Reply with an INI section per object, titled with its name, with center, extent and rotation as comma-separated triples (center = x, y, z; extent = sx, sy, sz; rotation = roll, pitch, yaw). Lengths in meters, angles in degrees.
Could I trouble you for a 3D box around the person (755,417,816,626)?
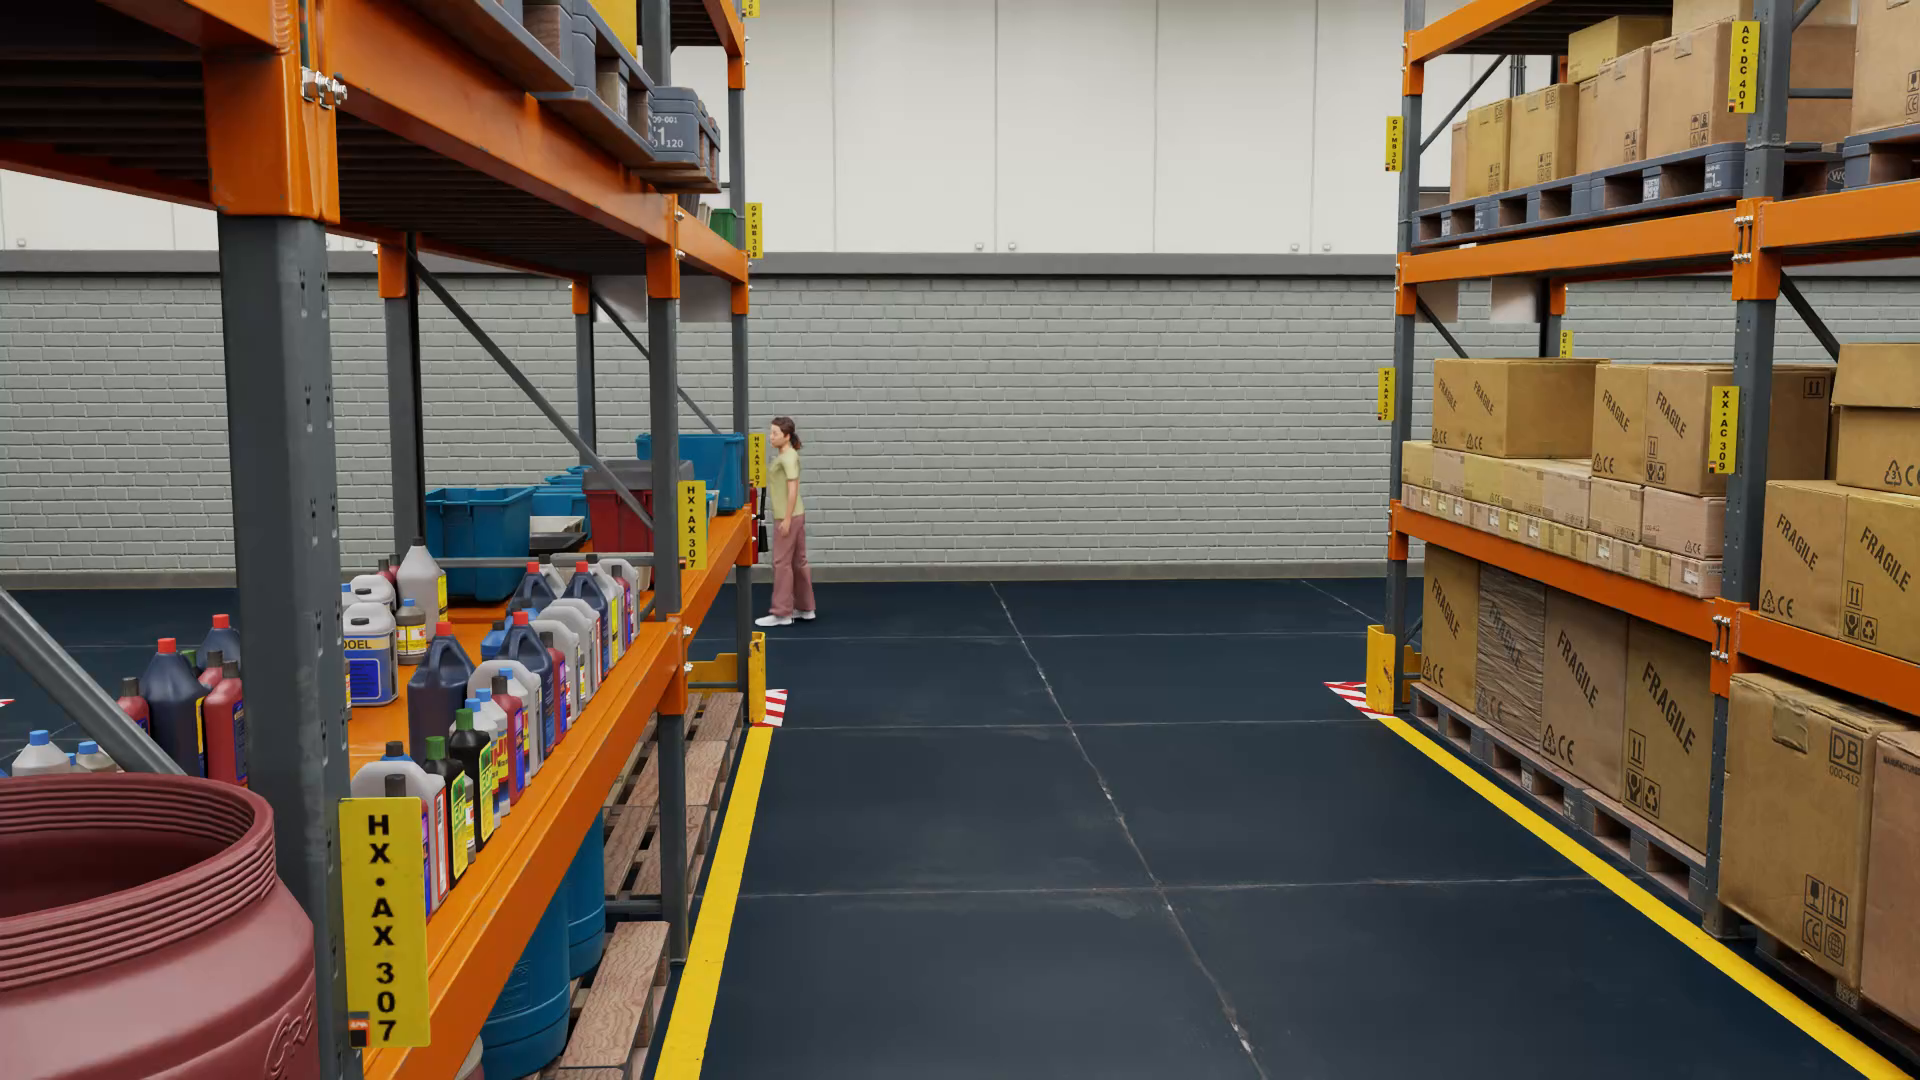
[person]
center = -1.419, -0.162, 13.460
extent = 0.482, 1.674, 0.477
rotation = 0, 7, -3
